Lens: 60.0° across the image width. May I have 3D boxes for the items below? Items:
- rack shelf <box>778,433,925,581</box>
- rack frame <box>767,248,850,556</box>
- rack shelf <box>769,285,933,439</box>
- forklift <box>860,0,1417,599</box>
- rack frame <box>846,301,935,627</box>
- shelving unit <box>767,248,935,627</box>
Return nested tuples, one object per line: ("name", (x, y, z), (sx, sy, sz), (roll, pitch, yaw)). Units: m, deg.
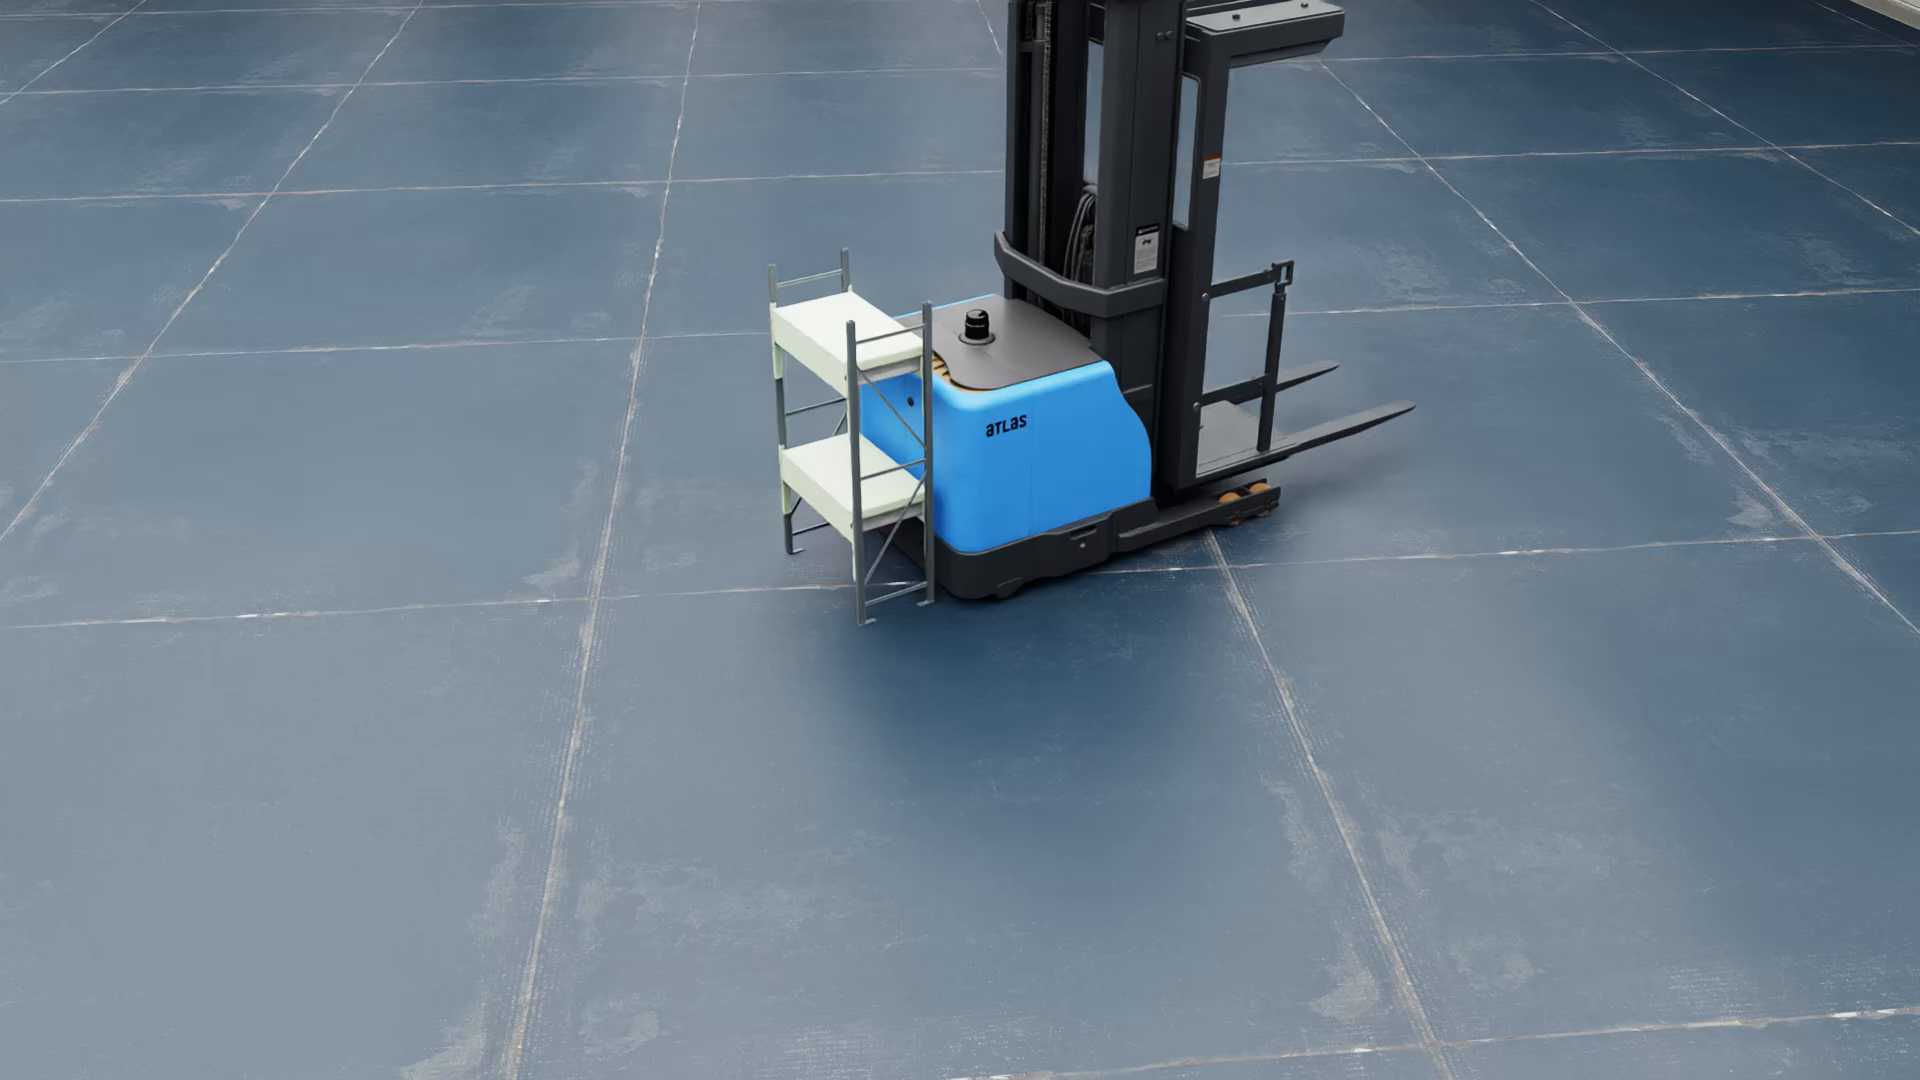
("rack shelf", (-0.487, -0.185, 7.733), (0.431, 0.370, 0.720), (-18, 35, -27))
("rack frame", (-0.680, -0.624, 7.833), (0.400, 1.500, 0.023), (-18, 35, -27))
("rack shelf", (-0.487, -0.800, 7.365), (0.431, 0.370, 0.720), (-18, 35, -27))
("forklift", (1.027, -1.540, 7.971), (3.031, 2.935, 1.130), (-18, 35, -27))
("rack frame", (-0.294, -0.305, 7.298), (0.400, 1.500, 0.023), (-18, 35, -27))
("shelving unit", (-0.487, -0.465, 7.565), (0.431, 1.500, 0.755), (-18, 35, -27))
